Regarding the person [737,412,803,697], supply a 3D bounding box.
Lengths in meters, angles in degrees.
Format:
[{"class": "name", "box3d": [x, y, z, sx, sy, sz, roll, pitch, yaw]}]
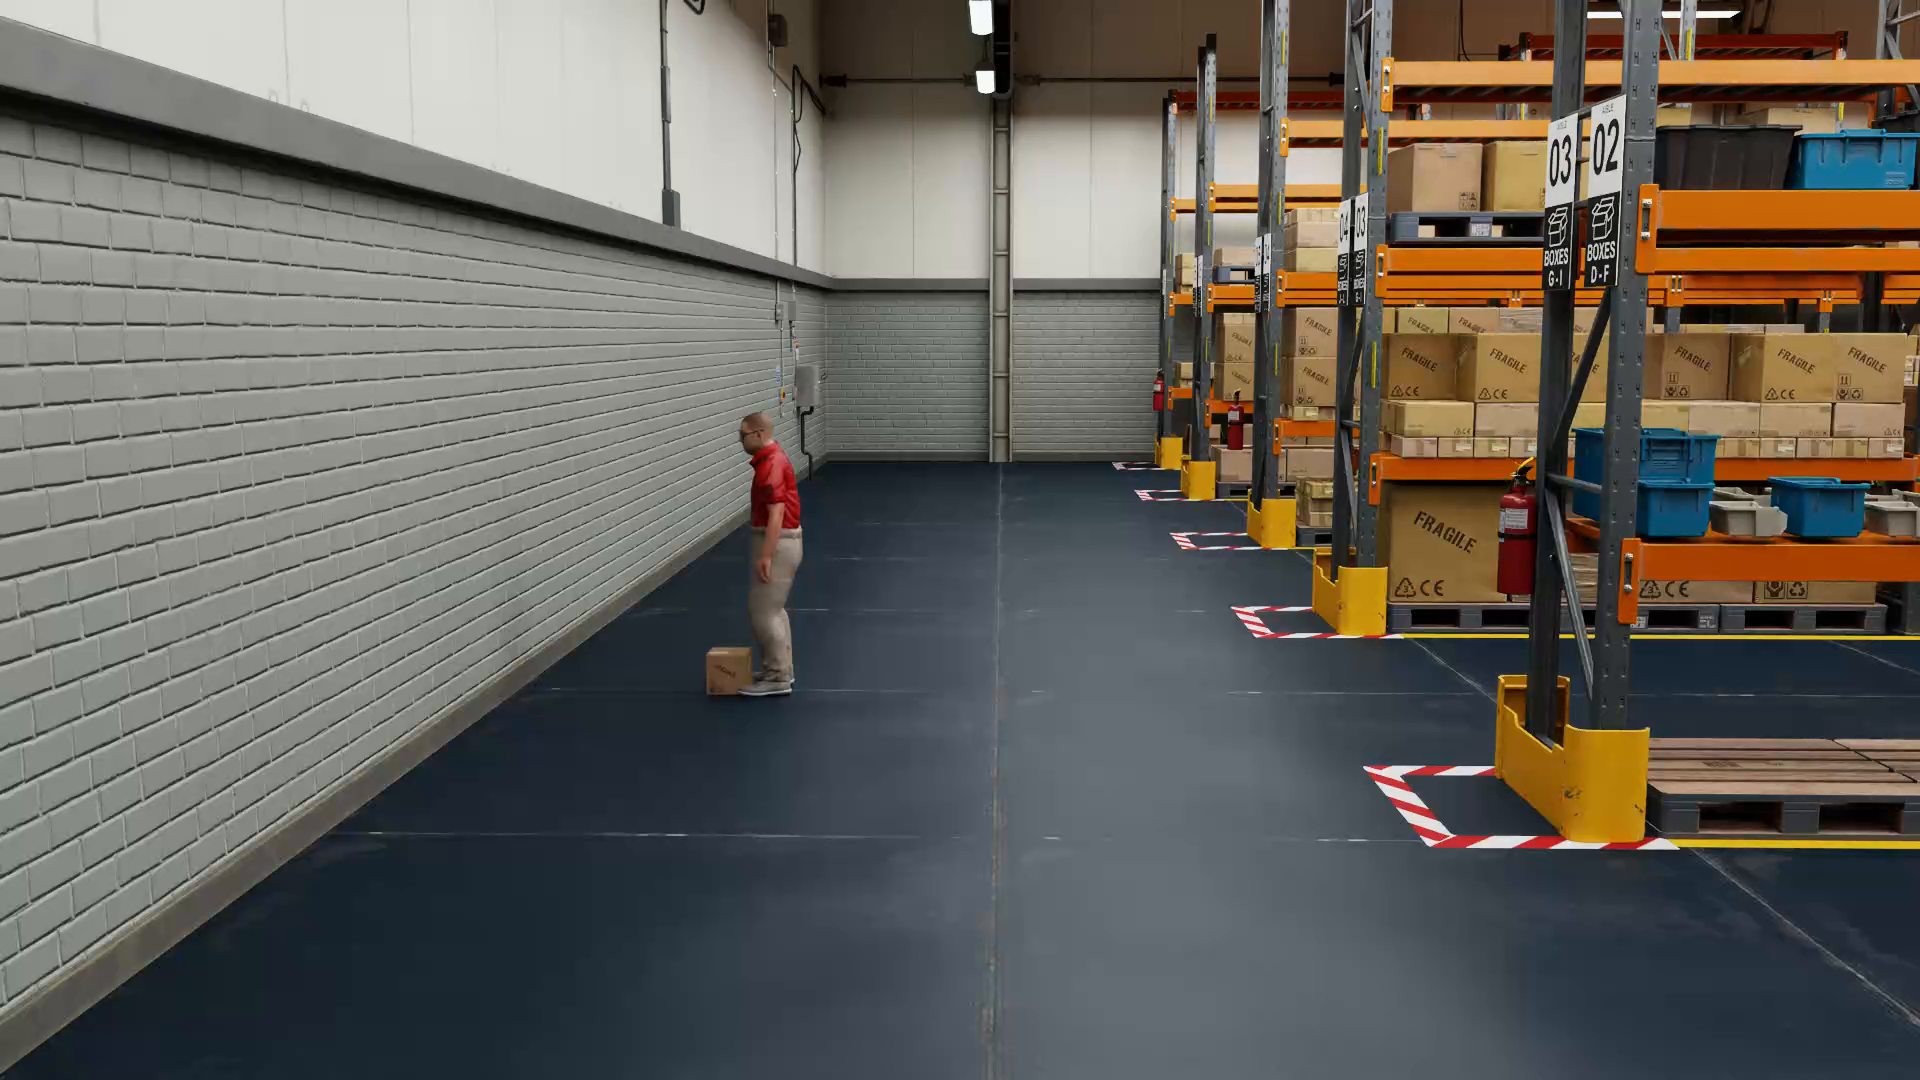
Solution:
[{"class": "person", "box3d": [-1.168, 0.078, 10.206, 0.392, 1.725, 0.590, 0, 7, -1]}]
